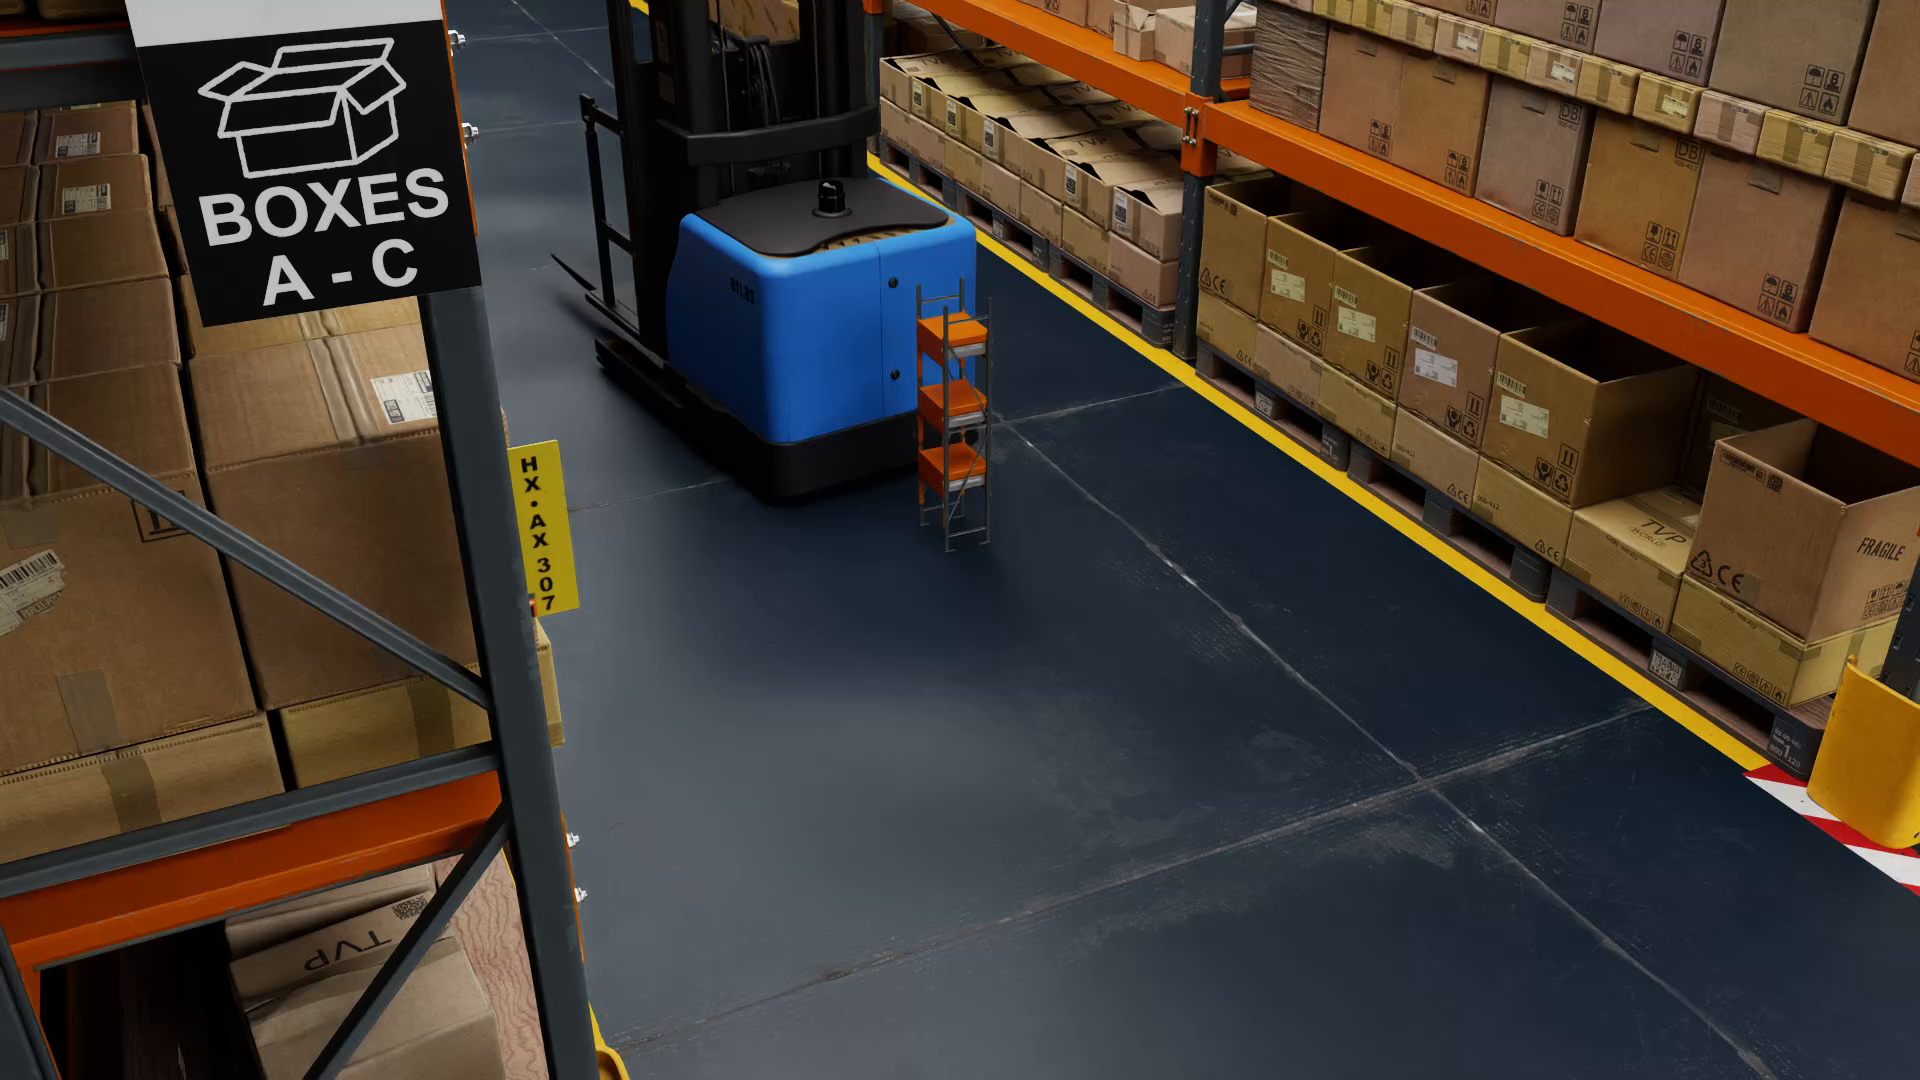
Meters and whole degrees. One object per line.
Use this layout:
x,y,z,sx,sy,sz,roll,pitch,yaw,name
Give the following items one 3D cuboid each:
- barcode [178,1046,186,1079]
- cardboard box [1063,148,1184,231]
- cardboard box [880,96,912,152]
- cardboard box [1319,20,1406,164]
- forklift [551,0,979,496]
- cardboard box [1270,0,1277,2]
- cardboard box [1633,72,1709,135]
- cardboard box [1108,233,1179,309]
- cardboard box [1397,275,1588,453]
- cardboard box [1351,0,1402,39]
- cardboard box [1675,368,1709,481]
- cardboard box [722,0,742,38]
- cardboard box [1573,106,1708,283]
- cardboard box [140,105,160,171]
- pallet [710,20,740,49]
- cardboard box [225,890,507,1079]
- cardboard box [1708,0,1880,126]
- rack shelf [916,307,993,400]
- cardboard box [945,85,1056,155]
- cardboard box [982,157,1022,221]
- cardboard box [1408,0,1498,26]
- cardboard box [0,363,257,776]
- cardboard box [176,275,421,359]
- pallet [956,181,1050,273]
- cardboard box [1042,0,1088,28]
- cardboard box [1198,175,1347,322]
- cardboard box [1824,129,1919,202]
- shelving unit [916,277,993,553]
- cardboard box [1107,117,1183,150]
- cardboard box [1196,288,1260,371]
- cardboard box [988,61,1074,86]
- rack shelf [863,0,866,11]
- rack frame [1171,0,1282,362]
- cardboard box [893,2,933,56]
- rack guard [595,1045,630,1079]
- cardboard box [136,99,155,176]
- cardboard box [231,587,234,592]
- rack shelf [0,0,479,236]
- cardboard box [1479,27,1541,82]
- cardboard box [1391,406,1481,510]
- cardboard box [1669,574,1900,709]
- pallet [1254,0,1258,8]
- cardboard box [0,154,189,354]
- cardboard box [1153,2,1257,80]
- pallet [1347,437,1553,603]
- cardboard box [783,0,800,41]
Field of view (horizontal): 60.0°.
-1.788,1.206,3.823,0.001,0.075,0.075,-13,32,-22,barcode
0.890,-1.907,8.892,0.500,0.311,0.500,-12,32,-21,cardboard box
-0.206,-2.789,11.039,0.500,0.250,0.500,-13,32,-22,cardboard box
1.980,-1.948,7.056,0.700,0.500,0.500,-13,32,-22,cardboard box
-1.140,-2.137,7.565,1.130,2.935,3.031,-18,34,-28,forklift
1.492,-2.498,7.373,0.380,0.149,0.250,-13,32,-22,cardboard box
2.490,-1.475,5.549,0.380,0.149,0.250,-12,31,-20,cardboard box
1.112,-1.437,8.628,0.500,0.250,0.500,-13,32,-22,cardboard box
2.114,-0.709,6.563,0.500,0.500,0.500,-13,32,-22,cardboard box
1.826,-2.158,6.767,0.380,0.149,0.250,-13,32,-22,cardboard box
2.797,-0.597,6.364,0.500,0.500,0.500,-13,32,-22,cardboard box
-1.656,-4.469,13.758,0.500,0.500,0.500,-13,32,-21,cardboard box
2.642,-1.268,5.843,0.700,0.500,0.500,-13,32,-22,cardboard box
-2.012,-0.972,4.783,0.500,0.500,0.500,-14,32,-23,cardboard box
-1.499,-4.297,14.198,1.003,0.211,1.213,-13,32,-22,pallet
-1.419,1.134,3.960,0.500,0.311,0.500,-17,33,-28,cardboard box
2.827,-1.637,5.174,0.700,0.500,0.500,-14,32,-23,cardboard box
-0.023,-0.720,6.402,0.215,0.259,0.240,-13,32,-22,rack shelf
0.244,-2.578,10.088,0.500,0.311,0.500,-14,32,-23,cardboard box
0.459,-2.112,9.832,0.500,0.250,0.500,-12,32,-21,cardboard box
2.180,-2.302,6.359,0.700,0.500,0.500,-13,32,-22,cardboard box
-1.598,0.044,2.972,0.500,0.500,0.500,-13,32,-23,cardboard box
-1.340,-0.287,3.562,0.500,0.500,0.500,-13,32,-22,cardboard box
0.673,-1.972,10.051,1.003,0.211,1.213,-13,32,-22,pallet
0.796,-3.171,9.237,0.500,0.500,0.500,-13,32,-22,cardboard box
1.468,-1.372,7.744,0.500,0.500,0.500,-13,32,-22,cardboard box
2.819,-1.135,4.942,0.380,0.149,0.250,-12,32,-21,cardboard box
-0.023,-0.482,6.535,0.215,1.050,0.252,-13,32,-22,shelving unit
1.166,-2.245,9.495,0.500,0.311,0.500,-14,32,-24,cardboard box
1.477,-1.047,7.931,0.500,0.250,0.500,-13,32,-22,cardboard box
0.511,-2.919,10.697,0.500,0.311,0.500,-14,32,-23,cardboard box
-1.024,-4.668,12.743,1.077,0.370,4.000,-13,32,-22,rack shelf
1.552,-2.331,7.840,1.000,3.000,0.127,-13,32,-22,rack frame
-0.333,-3.691,12.371,0.500,0.500,0.500,-14,32,-24,cardboard box
-1.236,1.534,3.503,1.175,0.500,0.348,-13,32,-22,rack guard
-2.907,-1.308,5.383,0.500,0.500,0.500,-14,32,-23,cardboard box
-1.811,0.141,3.565,0.500,0.250,0.500,-12,31,-21,cardboard box
-2.062,-1.401,3.849,1.077,0.370,4.000,-13,32,-22,rack shelf
2.160,-1.815,6.154,0.380,0.149,0.250,-13,32,-22,cardboard box
2.117,-0.383,6.748,0.500,0.250,0.500,-13,32,-22,cardboard box
2.772,0.277,5.571,0.500,0.250,0.500,-13,32,-22,cardboard box
3.414,-4.798,15.091,1.003,0.211,1.213,-13,32,-22,pallet
-2.247,-0.631,4.174,0.500,0.500,0.500,-13,32,-21,cardboard box
1.301,-2.474,8.249,0.500,0.250,0.500,-11,31,-19,cardboard box
2.383,-0.215,6.918,1.003,0.211,1.213,-13,32,-22,pallet
-1.001,-3.792,12.552,0.500,0.500,0.500,-14,32,-24,cardboard box
